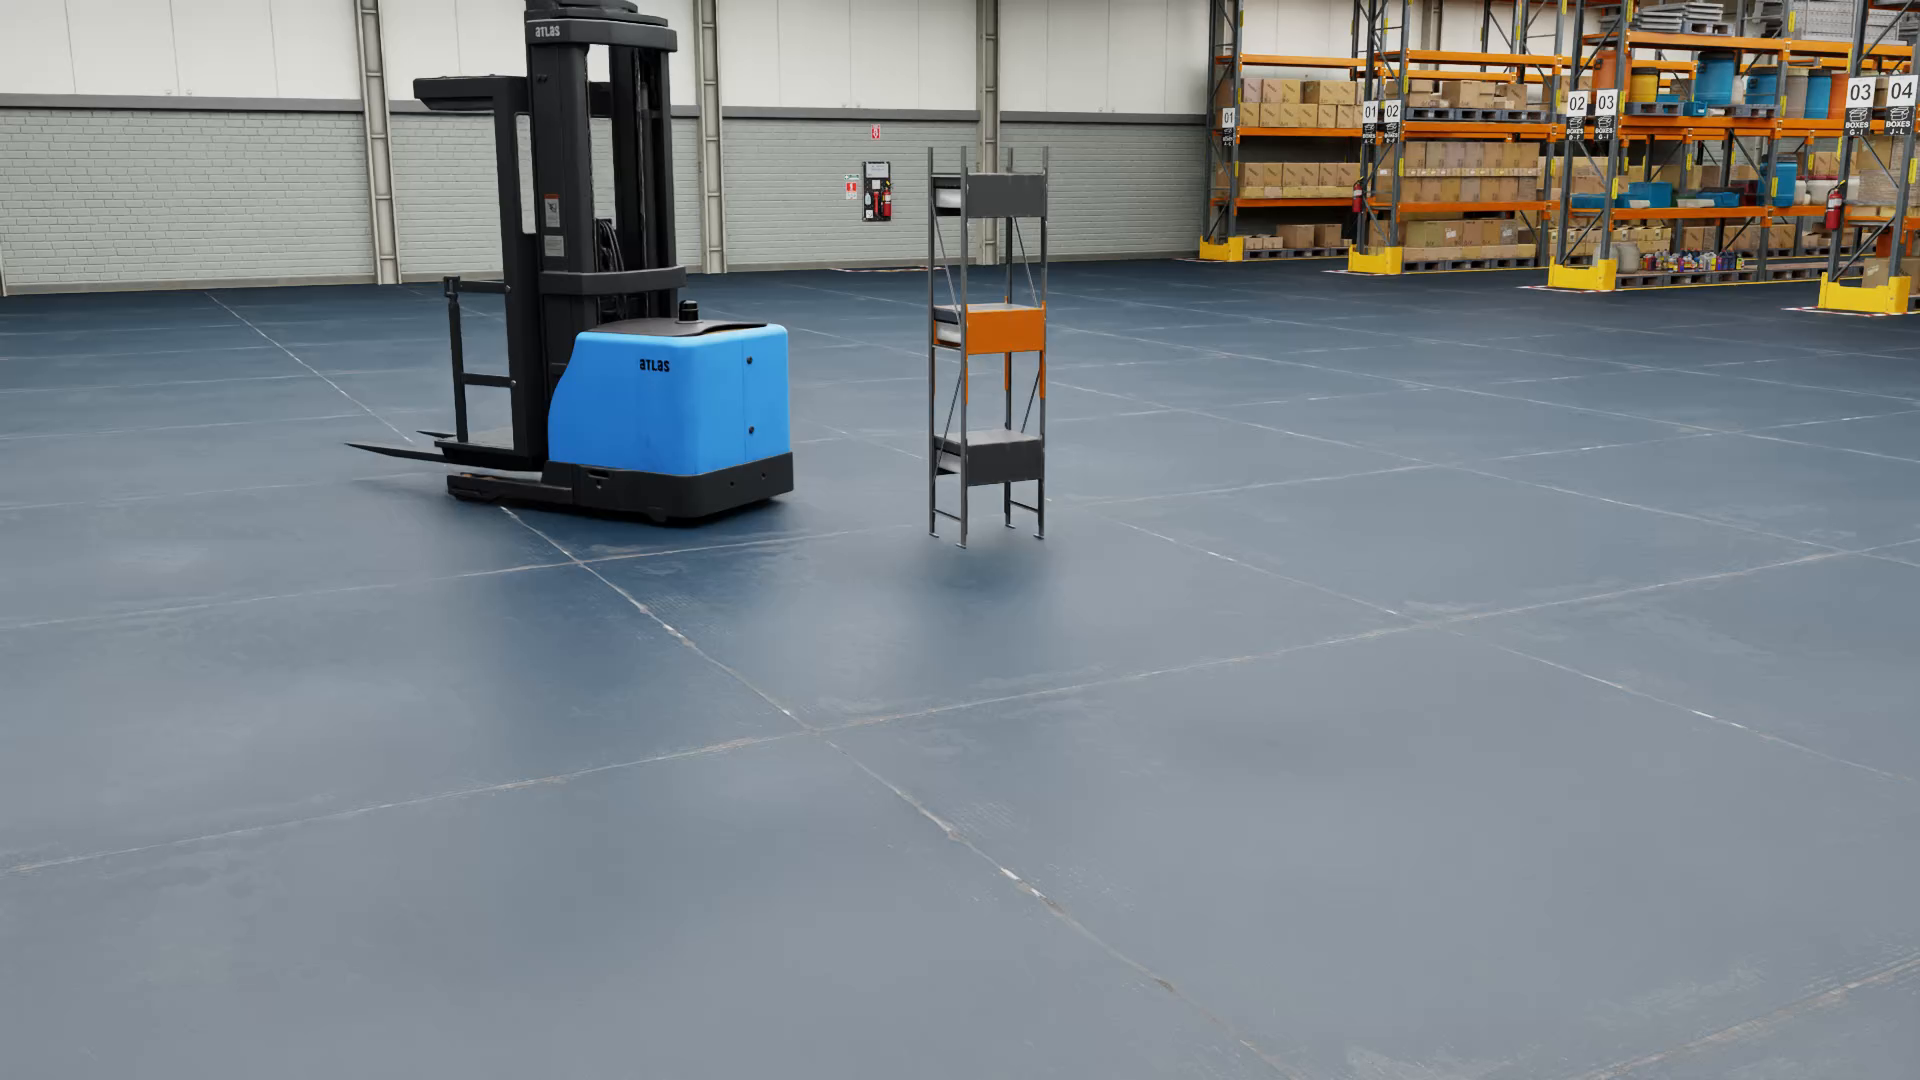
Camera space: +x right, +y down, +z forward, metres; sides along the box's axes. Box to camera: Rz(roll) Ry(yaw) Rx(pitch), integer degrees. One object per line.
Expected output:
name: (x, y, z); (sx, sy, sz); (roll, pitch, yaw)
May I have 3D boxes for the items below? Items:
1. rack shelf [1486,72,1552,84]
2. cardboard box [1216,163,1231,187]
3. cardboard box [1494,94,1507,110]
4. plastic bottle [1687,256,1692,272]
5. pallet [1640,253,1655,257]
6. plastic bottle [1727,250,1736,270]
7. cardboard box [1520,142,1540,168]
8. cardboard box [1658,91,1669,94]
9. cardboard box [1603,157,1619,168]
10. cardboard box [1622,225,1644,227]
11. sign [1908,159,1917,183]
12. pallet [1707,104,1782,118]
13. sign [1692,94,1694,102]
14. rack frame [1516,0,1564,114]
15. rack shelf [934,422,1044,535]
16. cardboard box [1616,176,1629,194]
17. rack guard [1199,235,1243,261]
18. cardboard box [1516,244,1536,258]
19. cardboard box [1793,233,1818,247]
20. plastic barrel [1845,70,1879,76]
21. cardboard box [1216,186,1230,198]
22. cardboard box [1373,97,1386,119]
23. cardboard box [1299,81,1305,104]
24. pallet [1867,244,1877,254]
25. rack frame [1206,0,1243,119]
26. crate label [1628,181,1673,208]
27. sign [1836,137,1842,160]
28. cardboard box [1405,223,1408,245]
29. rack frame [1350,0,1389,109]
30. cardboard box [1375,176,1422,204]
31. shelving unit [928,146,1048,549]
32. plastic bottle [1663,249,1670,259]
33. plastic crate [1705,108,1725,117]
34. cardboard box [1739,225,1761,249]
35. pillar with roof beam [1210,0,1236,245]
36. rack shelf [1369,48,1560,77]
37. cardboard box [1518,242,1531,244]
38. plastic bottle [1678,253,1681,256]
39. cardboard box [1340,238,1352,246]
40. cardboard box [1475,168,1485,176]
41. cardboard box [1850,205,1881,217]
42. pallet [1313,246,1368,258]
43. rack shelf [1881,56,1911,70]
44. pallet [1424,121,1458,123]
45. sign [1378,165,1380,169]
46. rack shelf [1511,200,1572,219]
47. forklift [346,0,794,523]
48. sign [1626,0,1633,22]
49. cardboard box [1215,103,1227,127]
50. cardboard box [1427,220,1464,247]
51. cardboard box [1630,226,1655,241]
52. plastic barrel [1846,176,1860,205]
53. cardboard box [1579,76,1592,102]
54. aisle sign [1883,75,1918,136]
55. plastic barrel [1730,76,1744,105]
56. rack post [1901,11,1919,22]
rack shelf: (14.413, -11.024, 40.147); (4.000, 0.370, 1.077); (-7, 14, -28)
cardboard box: (5.947, -7.984, 36.342); (0.500, 0.500, 0.500); (-7, 14, -28)
cardboard box: (10.481, -8.692, 32.995); (0.500, 0.311, 0.500); (-8, 15, -31)
plastic bottle: (12.512, -4.743, 28.563); (0.097, 0.271, 0.097); (0, 13, 0)
pallet: (14.293, -6.039, 35.462); (1.213, 0.211, 1.003); (-7, 14, -28)
plastic bottle: (13.466, -4.902, 29.089); (0.185, 0.351, 0.144); (-7, 15, -29)
cardboard box: (11.137, -7.691, 33.271); (0.500, 0.500, 0.700); (-7, 14, -28)
cardboard box: (17.377, -10.939, 41.504); (0.500, 0.500, 0.500); (-7, 15, -29)
cardboard box: (15.881, -9.325, 41.052); (0.500, 0.250, 0.500); (-6, 14, -26)
cardboard box: (14.434, -6.617, 35.708); (0.500, 0.311, 0.500); (-6, 14, -26)
sign: (13.016, -5.045, 22.724); (0.005, 0.325, 0.100); (-7, 14, -28)
pallet: (13.307, -7.379, 28.665); (1.003, 0.211, 1.213); (-7, 14, -28)
sign: (15.293, -9.125, 34.634); (0.005, 0.325, 0.100); (-7, 14, -28)
rack frame: (11.523, -9.984, 32.979); (0.127, 3.000, 1.000); (-7, 14, -28)
rack shelf: (0.145, -0.346, 9.113); (0.480, 0.518, 0.431); (-7, 14, -28)
cardboard box: (13.569, -7.348, 34.698); (0.500, 0.500, 0.500); (-8, 15, -31)
rack guard: (5.702, -6.380, 36.318); (0.348, 0.500, 1.175); (-7, 14, -28)
cardboard box: (11.221, -5.830, 33.490); (0.500, 0.250, 0.500); (-7, 14, -28)
cardboard box: (19.017, -6.805, 37.635); (0.500, 0.311, 0.500); (-7, 14, -28)
plastic barrel: (16.580, -8.187, 30.682); (0.600, 0.901, 0.600); (0, 13, 0)
cardboard box: (5.953, -7.614, 36.407); (0.500, 0.250, 0.500); (-7, 14, -27)
cardboard box: (9.665, -9.771, 37.678); (0.500, 0.500, 0.500); (-5, 13, -20)
cardboard box: (7.251, -9.855, 36.686); (0.500, 0.500, 0.500); (-7, 14, -28)
pallet: (21.290, -6.867, 39.144); (1.213, 0.211, 1.003); (-7, 14, -28)
rack frame: (5.636, -10.518, 35.349); (0.127, 3.000, 1.000); (-7, 14, -28)
crate label: (11.868, -5.945, 28.613); (0.616, 0.435, 0.502); (-7, 14, -28)
sign: (12.507, -5.556, 23.606); (0.005, 0.325, 0.100); (-7, 14, -28)
cardboard box: (10.214, -7.152, 38.747); (0.500, 0.500, 0.700); (-7, 15, -29)
rack frame: (9.147, -10.939, 37.219); (0.127, 3.000, 1.000); (-7, 14, -28)
cardboard box: (8.428, -6.732, 31.964); (0.500, 0.500, 0.700); (-7, 14, -28)
shelving unit: (0.145, -1.042, 8.956); (0.503, 2.100, 0.431); (-7, 14, -28)
plastic bottle: (12.447, -4.955, 29.328); (0.185, 0.351, 0.144); (-7, 14, -28)
plastic crate: (12.678, -7.191, 27.997); (0.396, 0.136, 0.243); (-7, 14, -28)
cardboard box: (17.371, -6.684, 36.669); (0.500, 0.500, 0.500); (-7, 14, -27)
pillar with roof beam: (7.898, -9.929, 32.731); (0.400, 9.000, 9.100); (-7, 14, -28)
rack shelf: (9.768, -9.228, 32.167); (4.000, 0.370, 1.077); (-7, 14, -28)
cardboard box: (11.748, -6.021, 34.336); (0.500, 0.250, 0.500); (-7, 14, -28)
plastic bottle: (12.709, -4.939, 29.434); (0.097, 0.271, 0.097); (0, 13, 0)
cardboard box: (8.691, -6.782, 37.865); (0.250, 0.166, 0.380); (-9, 16, -35)
cardboard box: (10.040, -7.191, 32.526); (0.250, 0.149, 0.380); (-6, 14, -26)
cardboard box: (12.907, -4.675, 23.621); (0.250, 0.149, 0.380); (-7, 14, -28)
pallet: (8.574, -6.574, 37.840); (1.213, 0.211, 1.003); (-7, 14, -28)
rack shelf: (19.160, -9.115, 31.663); (4.000, 0.370, 1.077); (-7, 14, -28)
pallet: (10.648, -9.538, 38.254); (1.003, 0.211, 1.213); (-7, 14, -28)
sign: (9.413, -8.330, 37.322); (0.005, 0.325, 0.100); (-7, 14, -28)
rack shelf: (13.279, -6.917, 34.652); (4.000, 0.370, 1.077); (-7, 14, -28)
forklift: (-2.548, -1.740, 10.166); (3.031, 2.935, 1.130); (7, 15, 29)
sign: (10.642, -8.400, 26.416); (0.005, 0.325, 0.100); (-7, 14, -28)
cardboard box: (5.881, -9.206, 36.077); (0.500, 0.500, 0.500); (-6, 14, -24)
cardboard box: (9.460, -5.988, 32.482); (0.500, 0.500, 0.500); (-7, 14, -28)
cardboard box: (14.239, -6.457, 34.997); (0.500, 0.311, 0.500); (-7, 14, -29)
plastic barrel: (16.234, -6.384, 30.391); (0.421, 0.512, 0.421); (0, 13, 0)
cardboard box: (12.572, -9.140, 33.737); (0.500, 0.500, 0.500); (-5, 14, -22)
aisle sign: (12.845, -5.931, 22.712); (0.004, 0.787, 0.394); (-7, 14, -28)
plastic barrel: (13.421, -7.818, 28.973); (0.421, 0.512, 0.421); (0, 13, 0)
rack post: (18.041, -9.803, 30.997); (0.986, 0.289, 0.624); (-7, 14, -28)
